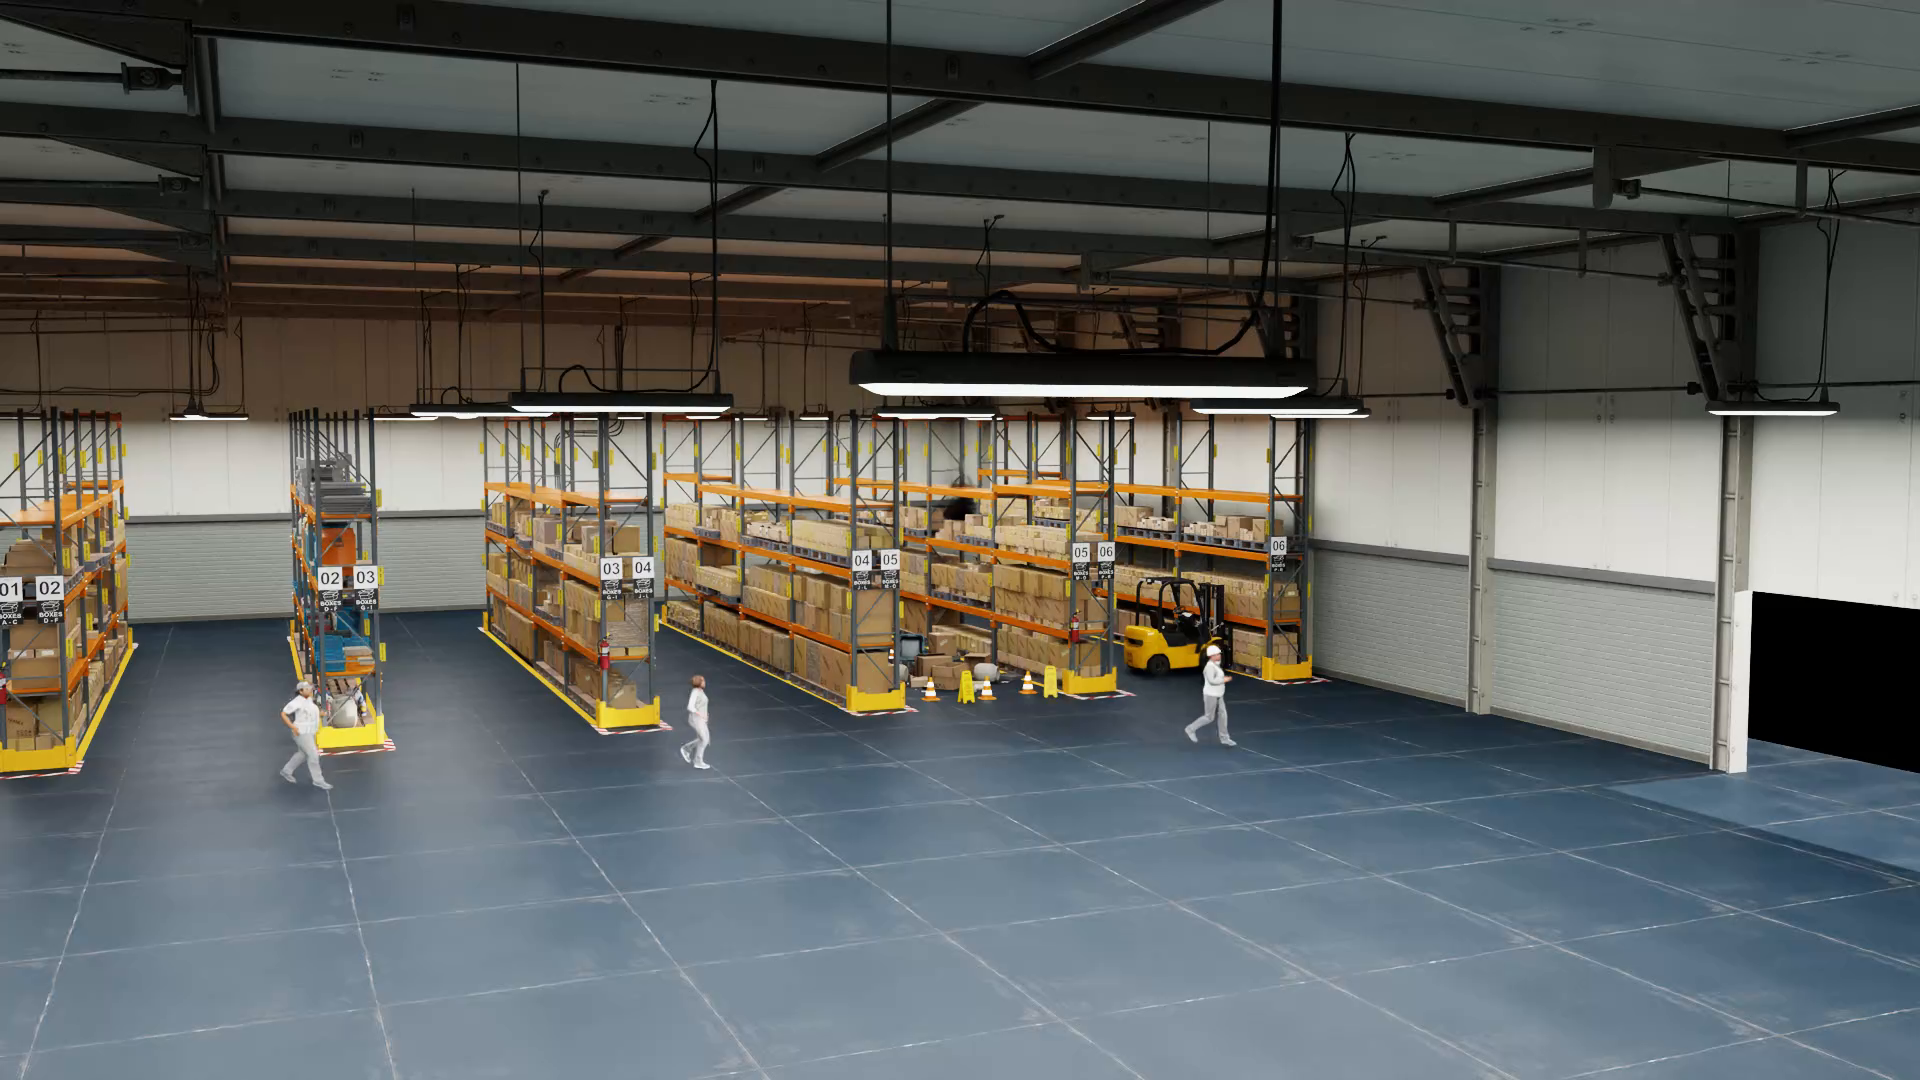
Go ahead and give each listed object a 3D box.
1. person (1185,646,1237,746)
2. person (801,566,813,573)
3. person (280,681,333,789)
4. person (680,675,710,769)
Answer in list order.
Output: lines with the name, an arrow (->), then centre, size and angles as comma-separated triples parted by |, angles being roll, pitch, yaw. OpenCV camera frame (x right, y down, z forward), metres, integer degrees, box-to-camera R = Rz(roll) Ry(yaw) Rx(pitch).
person -> 4.465, 2.749, 29.467 | 0.931, 1.766, 0.676 | 2, 4, 21
person -> -4.665, 1.294, 51.020 | 0.620, 1.722, 0.774 | -2, 4, -22
person -> -10.262, 3.047, 26.065 | 0.901, 1.676, 0.598 | 0, 4, 3
person -> -4.399, 3.012, 27.570 | 0.543, 1.567, 0.559 | 0, 4, 5
